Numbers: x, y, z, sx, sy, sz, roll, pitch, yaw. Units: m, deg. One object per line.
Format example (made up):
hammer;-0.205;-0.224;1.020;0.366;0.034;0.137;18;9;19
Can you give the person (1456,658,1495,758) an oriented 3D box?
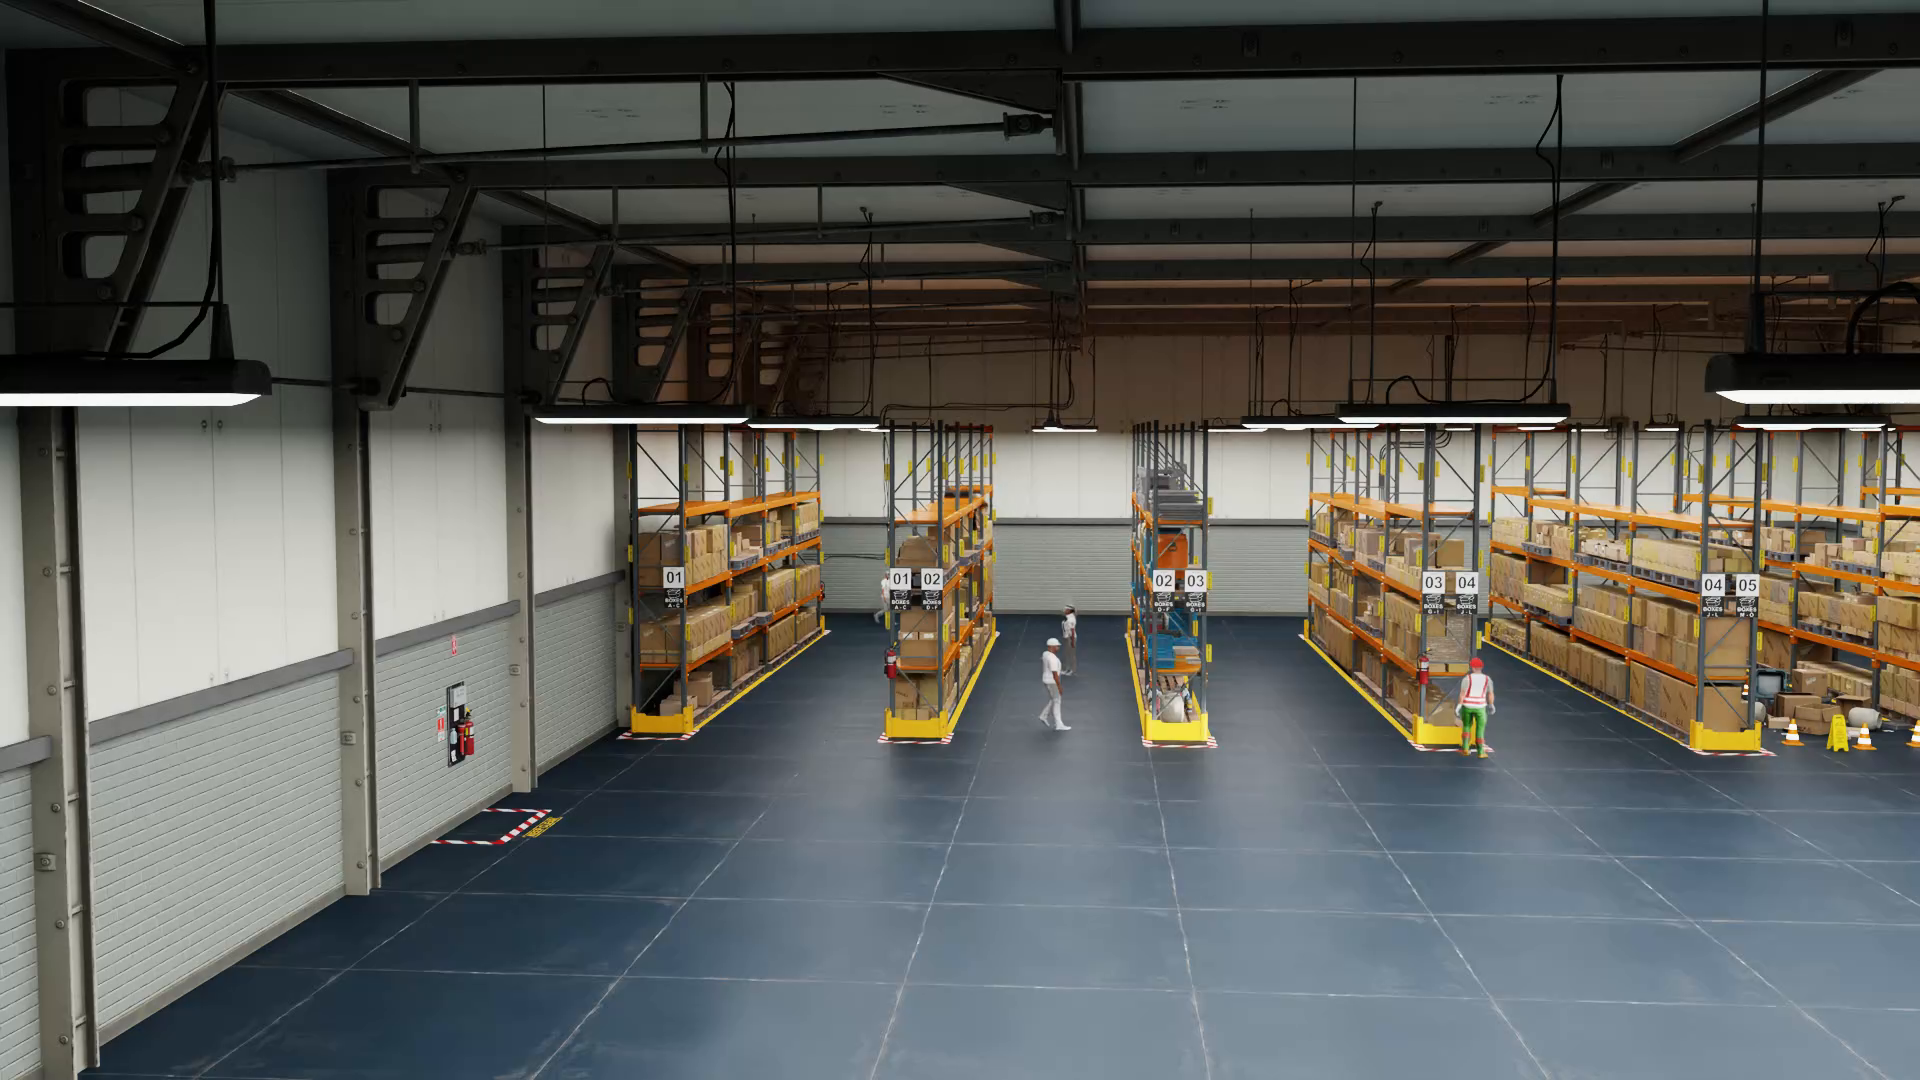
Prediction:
person;9.110;2.966;29.400;0.615;1.799;0.533;2;4;30

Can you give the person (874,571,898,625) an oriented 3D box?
person;-2.205;1.736;49.989;0.705;1.628;0.501;2;4;27

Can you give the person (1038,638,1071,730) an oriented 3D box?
person;1.828;2.786;32.330;0.592;1.763;0.668;-1;4;-10

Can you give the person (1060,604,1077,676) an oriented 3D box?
person;2.563;2.333;39.065;0.349;1.691;0.514;-1;4;-10
